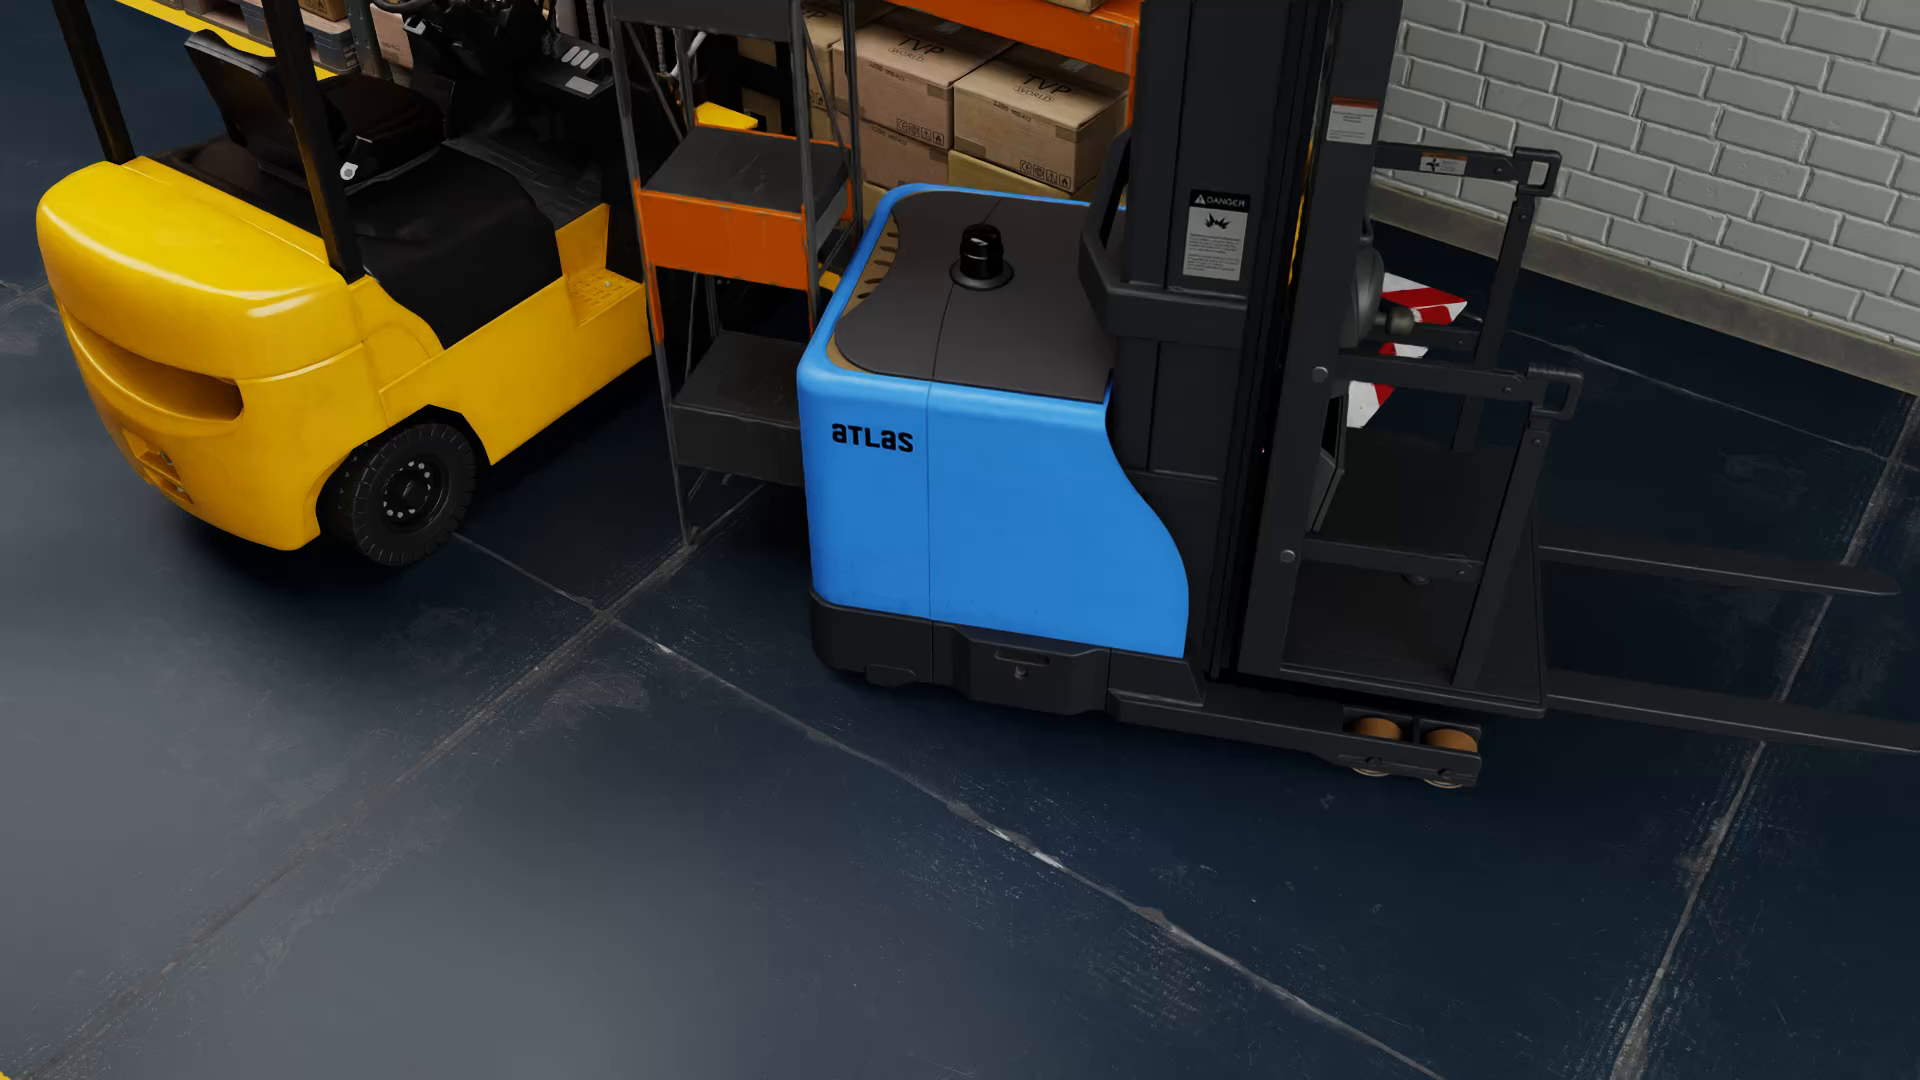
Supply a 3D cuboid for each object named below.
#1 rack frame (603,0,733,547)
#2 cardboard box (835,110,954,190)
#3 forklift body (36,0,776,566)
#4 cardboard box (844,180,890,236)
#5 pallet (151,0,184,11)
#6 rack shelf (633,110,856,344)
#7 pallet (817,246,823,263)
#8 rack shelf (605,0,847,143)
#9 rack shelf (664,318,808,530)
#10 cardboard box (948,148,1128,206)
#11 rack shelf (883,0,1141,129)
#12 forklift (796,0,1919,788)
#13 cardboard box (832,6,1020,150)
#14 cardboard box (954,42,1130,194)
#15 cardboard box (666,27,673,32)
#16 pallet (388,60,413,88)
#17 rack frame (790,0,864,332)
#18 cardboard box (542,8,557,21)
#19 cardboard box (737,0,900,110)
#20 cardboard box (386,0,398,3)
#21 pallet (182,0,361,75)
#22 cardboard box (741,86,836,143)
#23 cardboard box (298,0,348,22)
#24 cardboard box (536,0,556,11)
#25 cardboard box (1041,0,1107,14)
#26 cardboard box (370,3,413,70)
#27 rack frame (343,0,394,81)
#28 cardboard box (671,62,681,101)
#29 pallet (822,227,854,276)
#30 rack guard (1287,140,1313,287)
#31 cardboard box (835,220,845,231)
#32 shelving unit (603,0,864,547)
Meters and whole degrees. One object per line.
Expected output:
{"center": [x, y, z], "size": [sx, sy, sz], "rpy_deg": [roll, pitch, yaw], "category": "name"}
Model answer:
{"center": [-0.806, -0.891, 4.671], "size": [0.015, 2.100, 0.400], "rpy_deg": [11, 43, 12], "category": "rack frame"}
{"center": [-0.101, -1.477, 6.023], "size": [0.500, 0.250, 0.500], "rpy_deg": [25, 47, 25], "category": "cardboard box"}
{"center": [-1.719, -1.359, 5.155], "size": [1.214, 2.155, 2.313], "rpy_deg": [25, 48, 25], "category": "forklift body"}
{"center": [-0.087, -1.280, 6.178], "size": [0.500, 0.250, 0.500], "rpy_deg": [25, 48, 25], "category": "cardboard box"}
{"center": [-4.022, -3.165, 8.629], "size": [1.213, 0.211, 1.003], "rpy_deg": [25, 48, 25], "category": "pallet"}
{"center": [-0.572, -0.835, 4.629], "size": [0.480, 0.518, 0.431], "rpy_deg": [11, 43, 12], "category": "rack shelf"}
{"center": [-0.764, -1.643, 6.928], "size": [1.213, 0.211, 1.003], "rpy_deg": [25, 48, 25], "category": "pallet"}
{"center": [-0.572, -1.357, 4.162], "size": [0.480, 0.518, 0.431], "rpy_deg": [11, 43, 12], "category": "rack shelf"}
{"center": [-0.571, -0.313, 5.096], "size": [0.480, 0.518, 0.431], "rpy_deg": [11, 43, 12], "category": "rack shelf"}
{"center": [0.303, -1.279, 5.802], "size": [0.500, 0.250, 0.500], "rpy_deg": [24, 47, 25], "category": "cardboard box"}
{"center": [-0.756, -2.443, 6.270], "size": [4.000, 0.370, 1.077], "rpy_deg": [25, 48, 25], "category": "rack shelf"}
{"center": [1.146, -0.812, 3.959], "size": [3.031, 2.935, 1.130], "rpy_deg": [8, 42, 9], "category": "forklift"}
{"center": [-0.096, -1.648, 5.839], "size": [0.500, 0.250, 0.500], "rpy_deg": [26, 48, 26], "category": "cardboard box"}
{"center": [0.325, -1.455, 5.624], "size": [0.500, 0.250, 0.500], "rpy_deg": [27, 48, 27], "category": "cardboard box"}
{"center": [-0.926, -2.034, 6.270], "size": [0.500, 0.250, 0.500], "rpy_deg": [24, 47, 25], "category": "cardboard box"}
{"center": [-1.767, -2.110, 7.450], "size": [1.213, 0.211, 1.003], "rpy_deg": [25, 48, 25], "category": "pallet"}
{"center": [-0.337, -0.799, 4.569], "size": [0.015, 2.100, 0.400], "rpy_deg": [11, 43, 12], "category": "rack frame"}
{"center": [-1.356, -2.050, 6.664], "size": [0.500, 0.250, 0.500], "rpy_deg": [25, 47, 25], "category": "cardboard box"}
{"center": [-0.515, -1.835, 6.049], "size": [0.500, 0.250, 0.500], "rpy_deg": [26, 48, 26], "category": "cardboard box"}
{"center": [-2.175, -2.441, 7.101], "size": [0.500, 0.250, 0.500], "rpy_deg": [25, 47, 25], "category": "cardboard box"}
{"center": [-3.019, -2.698, 8.107], "size": [1.213, 0.211, 1.003], "rpy_deg": [25, 48, 25], "category": "pallet"}
{"center": [-0.536, -1.663, 6.231], "size": [0.500, 0.250, 0.500], "rpy_deg": [24, 47, 24], "category": "cardboard box"}
{"center": [-2.827, -2.942, 7.754], "size": [0.625, 0.625, 0.875], "rpy_deg": [27, 48, 27], "category": "cardboard box"}
{"center": [-1.351, -2.239, 6.500], "size": [0.500, 0.250, 0.500], "rpy_deg": [27, 48, 27], "category": "cardboard box"}
{"center": [0.328, -2.027, 5.191], "size": [0.500, 0.500, 0.500], "rpy_deg": [24, 47, 24], "category": "cardboard box"}
{"center": [-2.188, -2.242, 7.254], "size": [0.500, 0.250, 0.500], "rpy_deg": [26, 48, 26], "category": "cardboard box"}
{"center": [-2.394, -3.476, 6.886], "size": [0.127, 3.000, 1.000], "rpy_deg": [25, 48, 25], "category": "rack frame"}
{"center": [-0.944, -1.856, 6.447], "size": [0.500, 0.250, 0.500], "rpy_deg": [25, 47, 25], "category": "cardboard box"}
{"center": [0.231, -1.176, 6.406], "size": [1.213, 0.211, 1.003], "rpy_deg": [25, 48, 25], "category": "pallet"}
{"center": [0.901, -1.004, 5.997], "size": [0.348, 0.500, 1.175], "rpy_deg": [25, 48, 25], "category": "rack guard"}
{"center": [-0.491, -1.476, 6.397], "size": [0.500, 0.250, 0.500], "rpy_deg": [26, 48, 26], "category": "cardboard box"}
{"center": [-0.572, -0.845, 4.620], "size": [0.503, 2.100, 0.431], "rpy_deg": [11, 43, 12], "category": "shelving unit"}
